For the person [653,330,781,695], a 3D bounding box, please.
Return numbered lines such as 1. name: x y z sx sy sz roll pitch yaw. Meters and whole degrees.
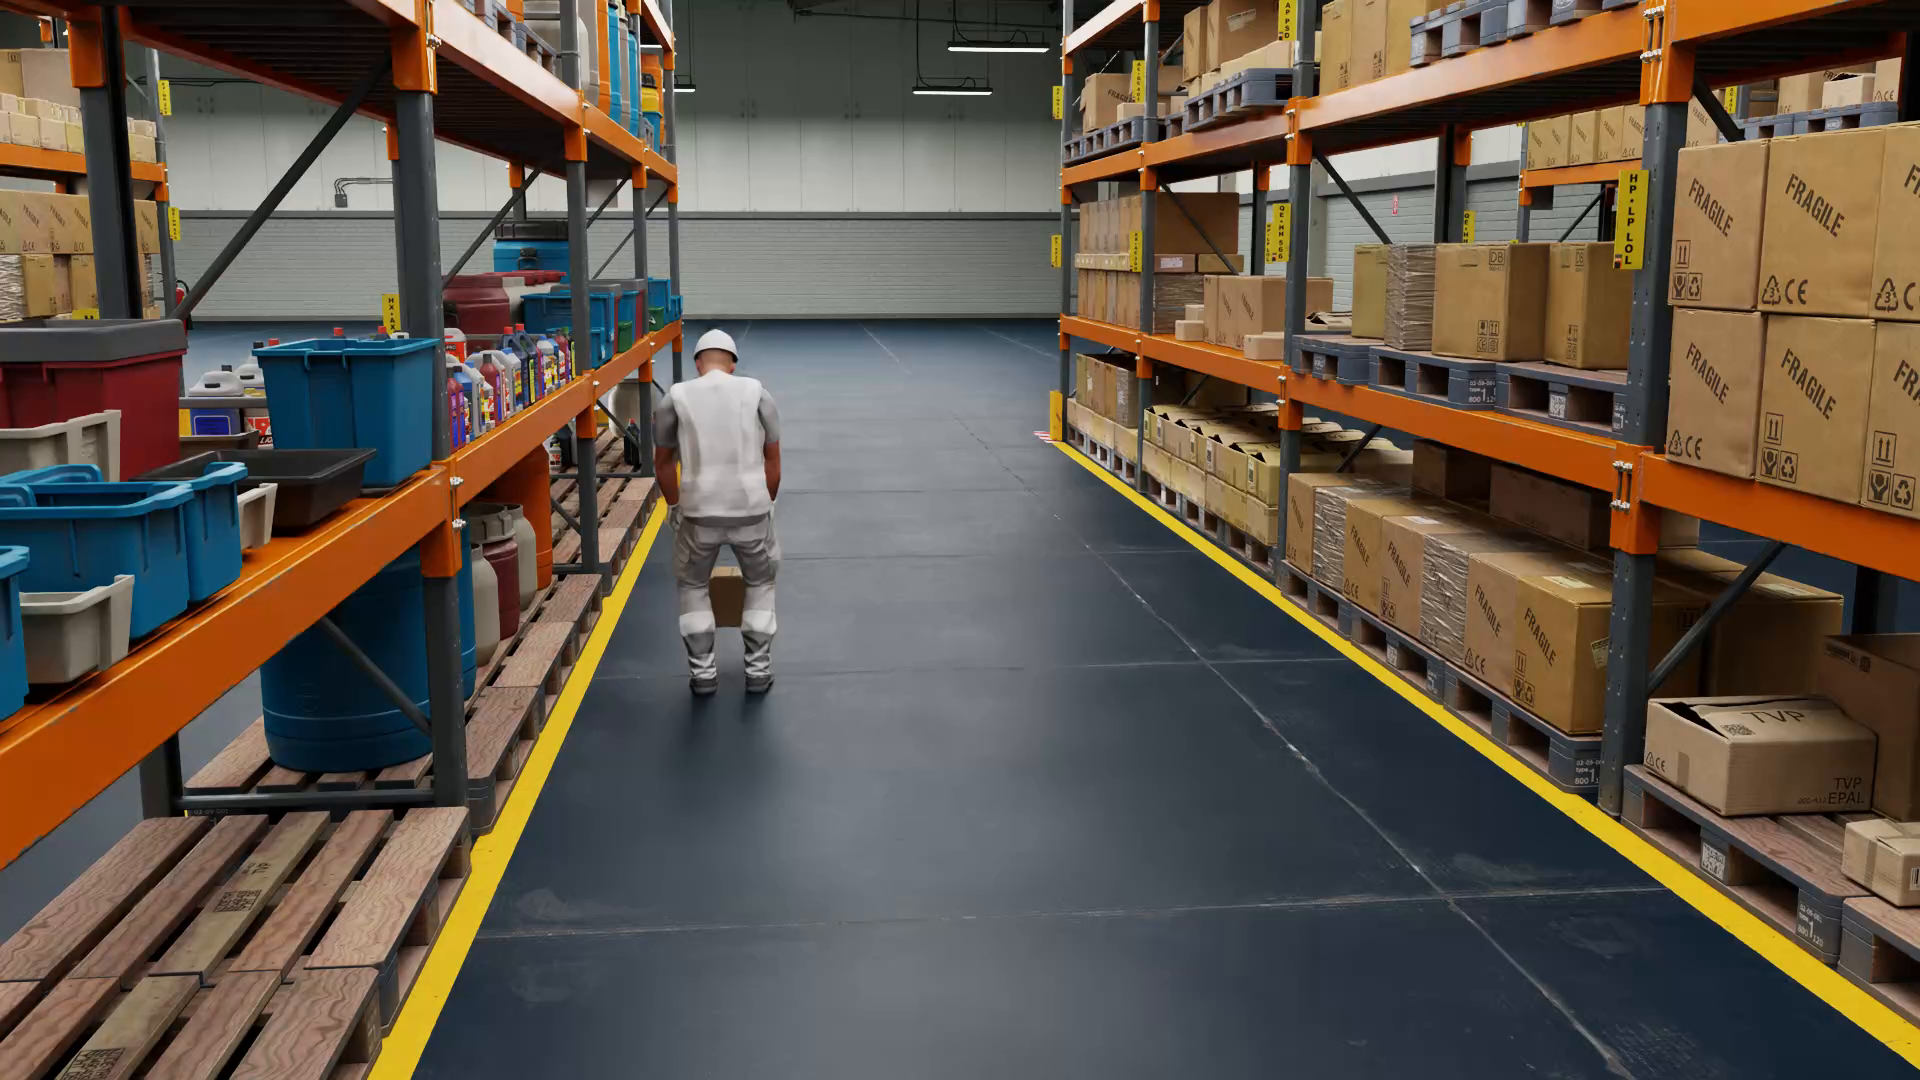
1. person: -1.095 -0.129 7.550 0.568 1.627 0.602 -1 10 -5
